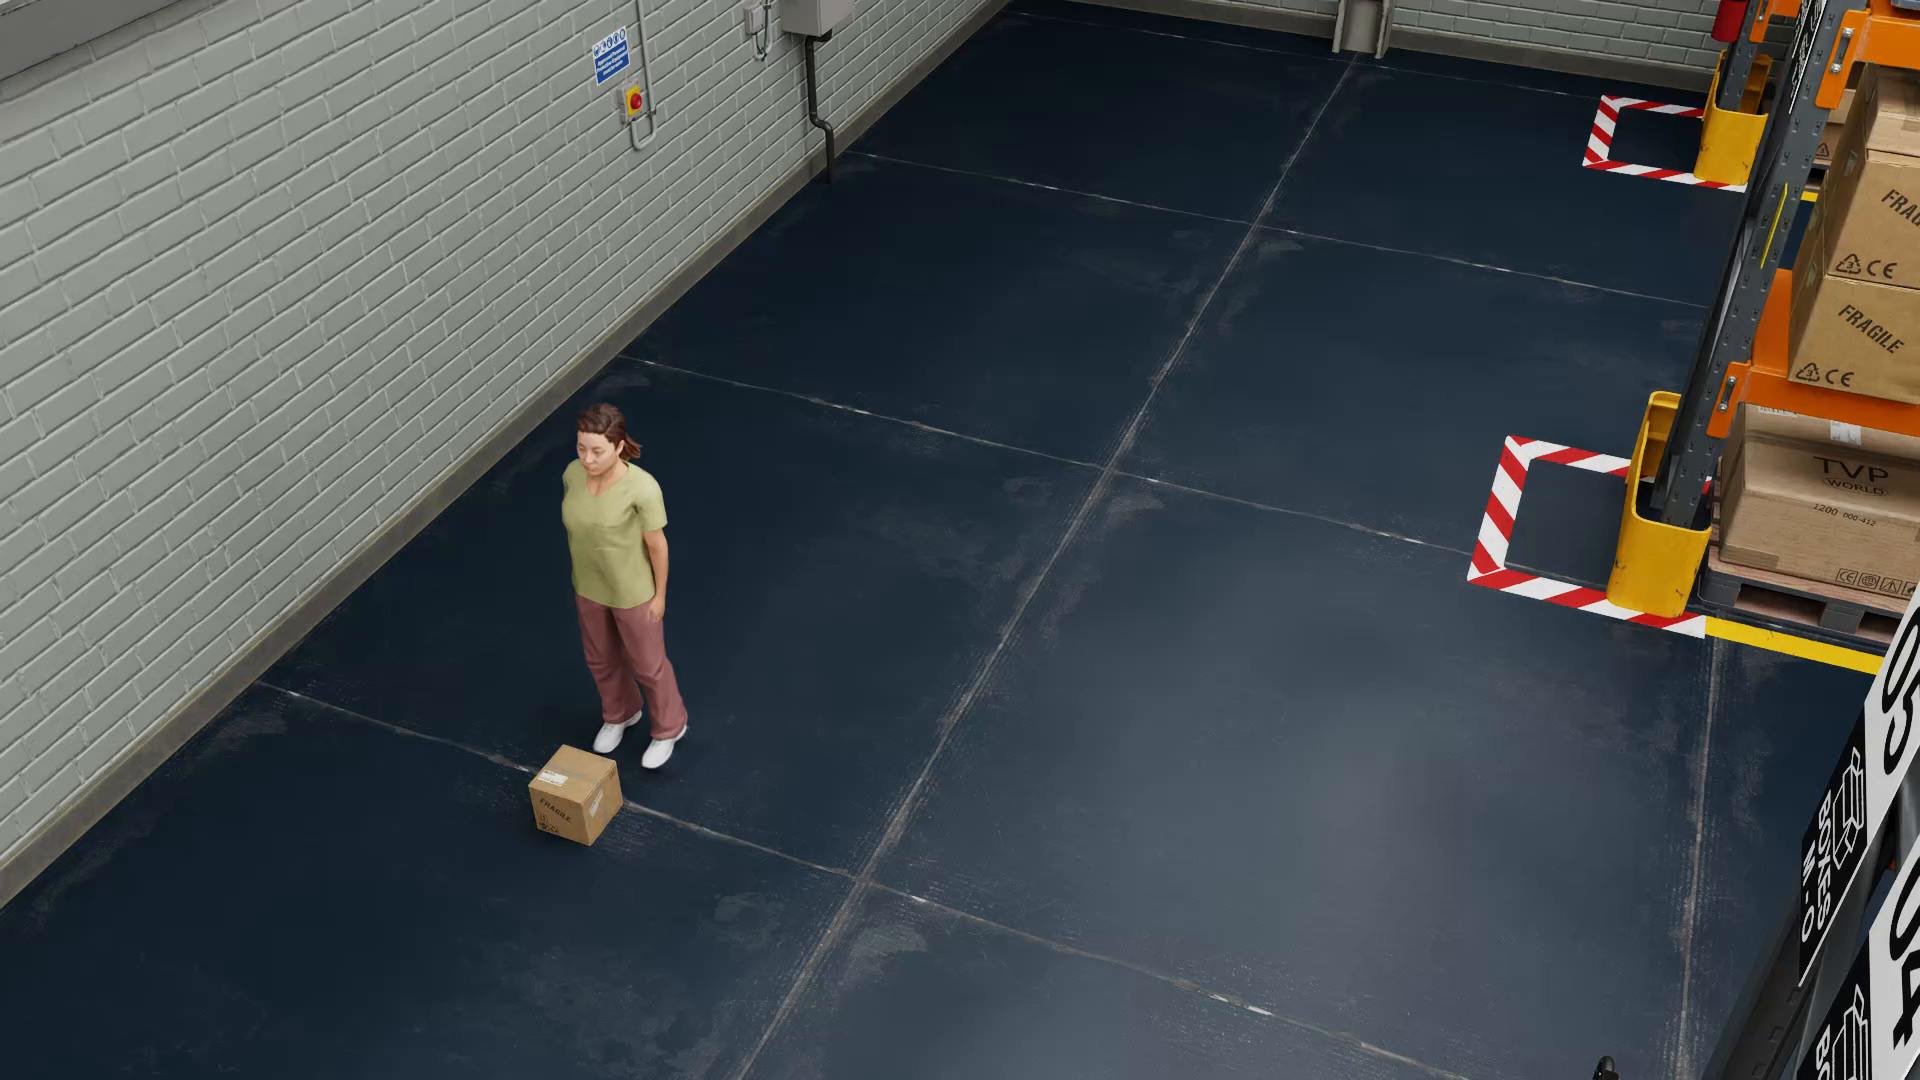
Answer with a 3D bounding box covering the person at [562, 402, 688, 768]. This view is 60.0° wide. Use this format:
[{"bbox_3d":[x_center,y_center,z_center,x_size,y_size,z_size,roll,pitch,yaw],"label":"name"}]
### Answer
[{"bbox_3d":[-1.339,0.185,6.589,0.438,1.667,0.357,15,40,19],"label":"person"}]
